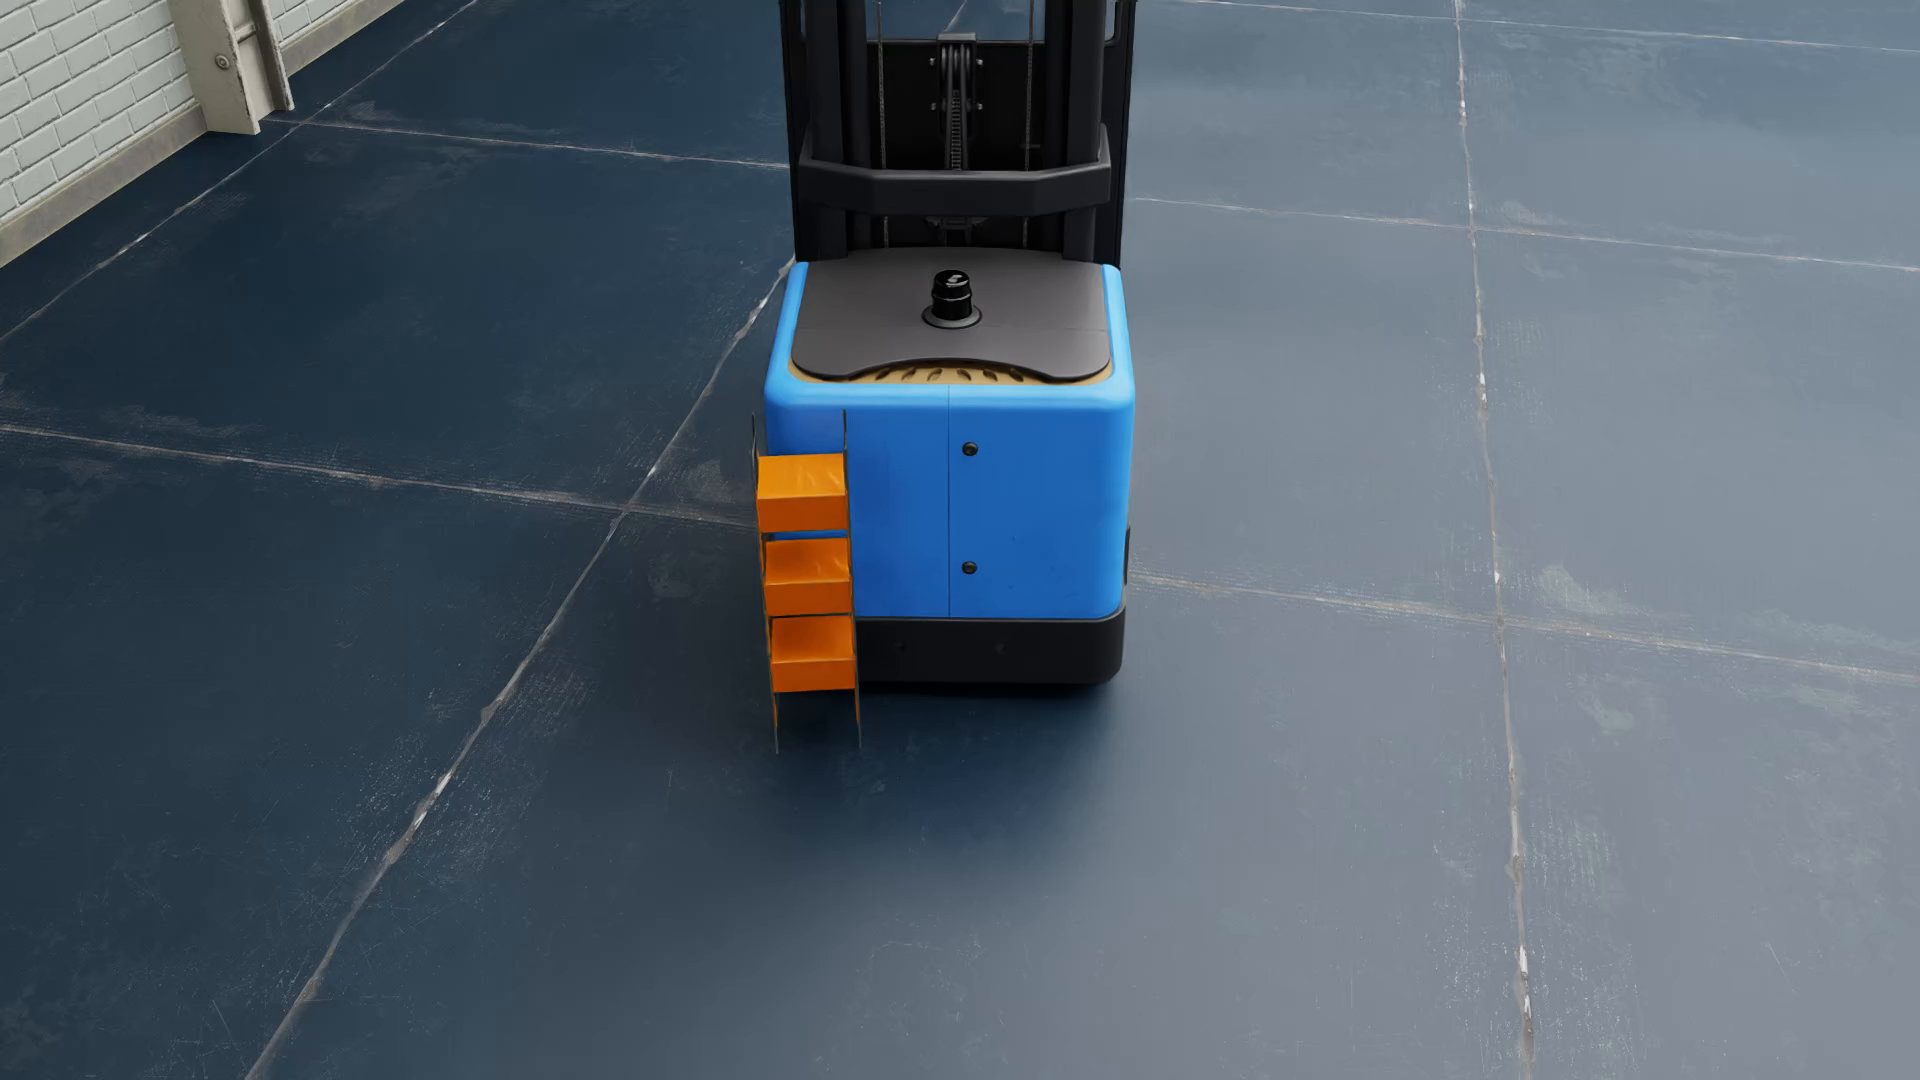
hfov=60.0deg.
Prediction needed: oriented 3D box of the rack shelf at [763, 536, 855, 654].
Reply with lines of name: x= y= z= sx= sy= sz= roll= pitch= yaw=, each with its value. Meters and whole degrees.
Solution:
rack shelf: x=-0.423 y=0.147 z=4.670 sx=0.240 sy=0.259 sz=0.215 roll=-3 pitch=36 yaw=-4

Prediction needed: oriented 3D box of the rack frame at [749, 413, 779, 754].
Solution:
rack frame: x=-0.545 y=0.145 z=4.656 sx=0.008 sy=1.050 sz=0.200 roll=-3 pitch=36 yaw=-4

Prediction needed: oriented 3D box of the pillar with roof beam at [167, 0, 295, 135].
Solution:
pillar with roof beam: x=0.425 y=-5.347 z=5.460 sx=9.100 sy=9.000 sz=0.400 roll=7 pitch=37 yaw=10

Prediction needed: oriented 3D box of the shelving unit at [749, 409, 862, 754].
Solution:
shelving unit: x=-0.423 y=0.139 z=4.664 sx=0.252 sy=1.050 sz=0.215 roll=-3 pitch=36 yaw=-4

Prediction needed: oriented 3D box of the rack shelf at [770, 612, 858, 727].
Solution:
rack shelf: x=-0.423 y=0.372 z=4.833 sx=0.240 sy=0.259 sz=0.215 roll=-3 pitch=36 yaw=-4

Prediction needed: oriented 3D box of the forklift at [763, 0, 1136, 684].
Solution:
forklift: x=-0.003 y=-1.587 z=5.442 sx=1.130 sy=2.935 sz=3.031 roll=1 pitch=36 yaw=1

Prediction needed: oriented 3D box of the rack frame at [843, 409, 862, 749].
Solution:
rack frame: x=-0.301 y=0.133 z=4.671 sx=0.008 sy=1.050 sz=0.200 roll=-3 pitch=36 yaw=-4

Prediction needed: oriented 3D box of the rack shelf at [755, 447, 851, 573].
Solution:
rack shelf: x=-0.423 y=-0.082 z=4.503 sx=0.240 sy=0.259 sz=0.215 roll=-3 pitch=36 yaw=-4
